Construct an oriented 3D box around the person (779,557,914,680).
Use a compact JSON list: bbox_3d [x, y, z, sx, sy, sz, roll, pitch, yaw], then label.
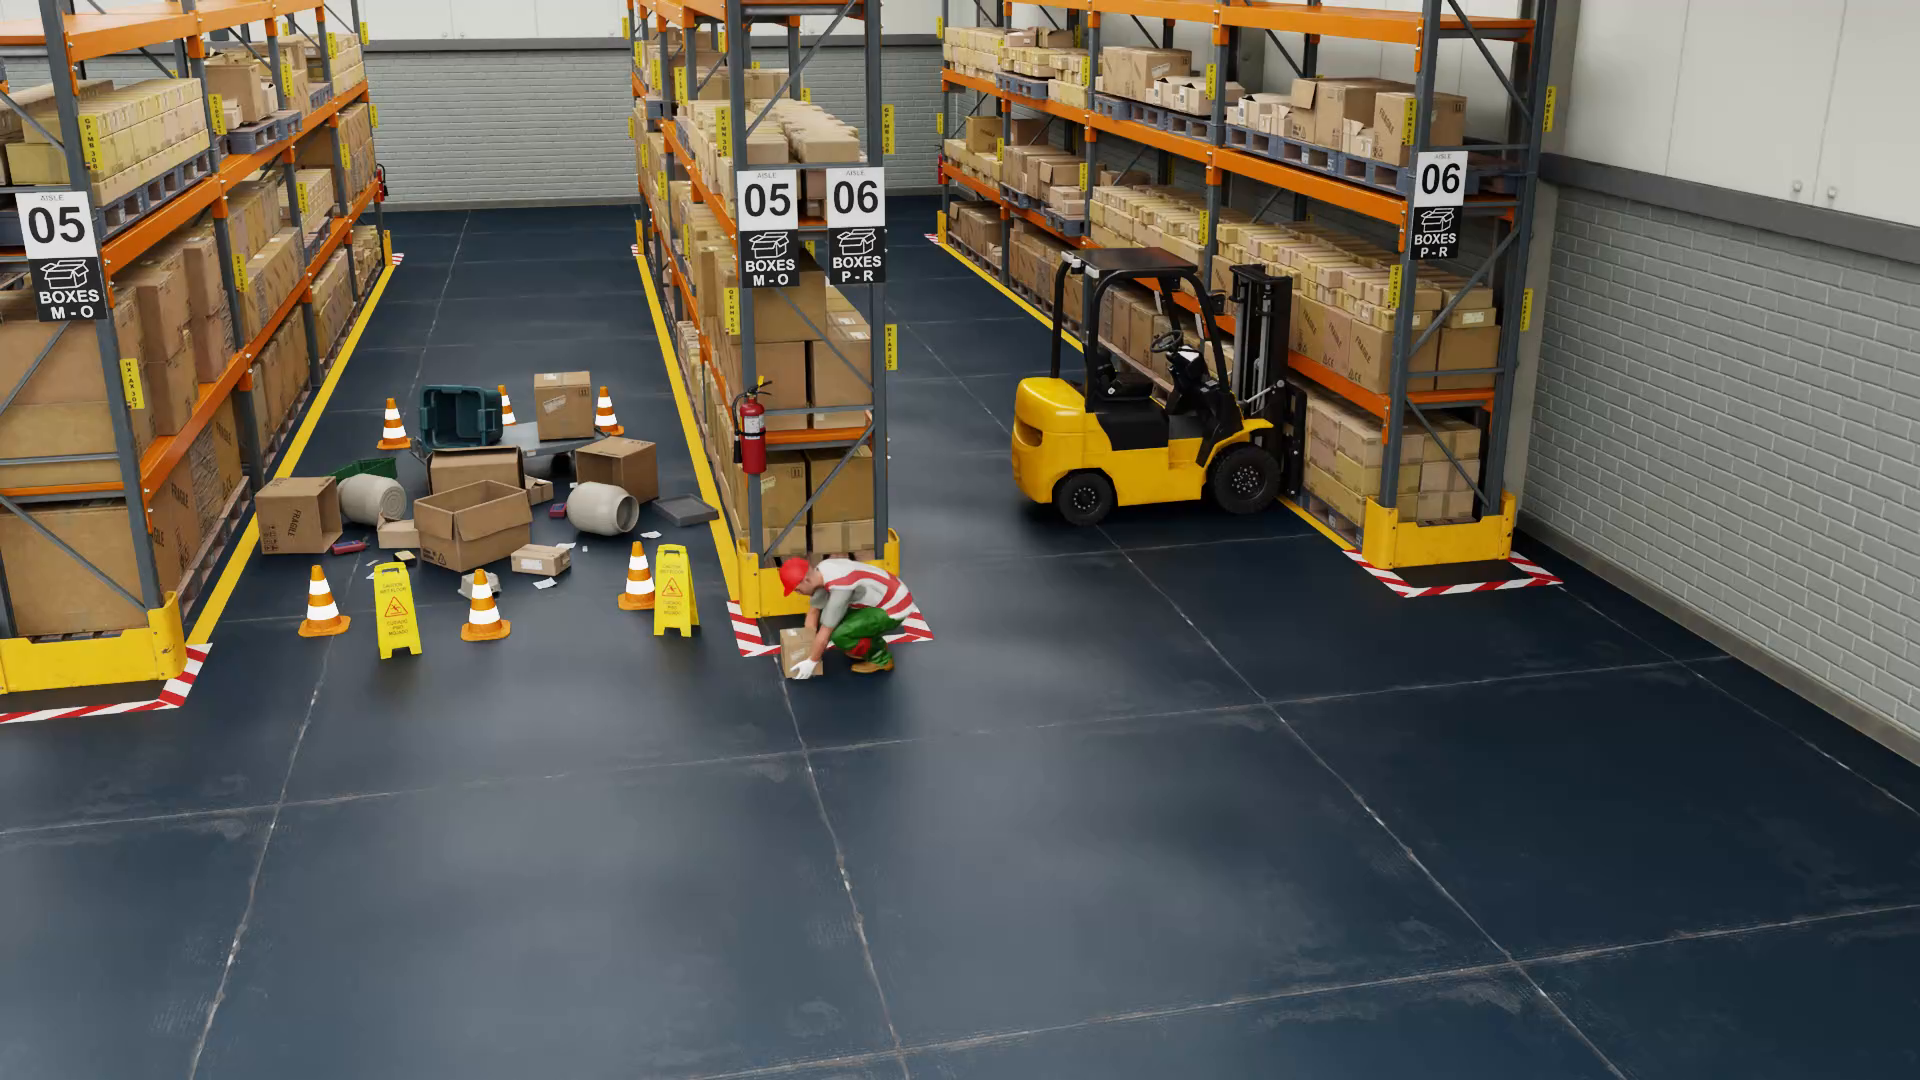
[{"bbox_3d":[-0.759,0.490,11.172,0.901,0.877,0.553,-4,20,-13],"label":"person"}]
